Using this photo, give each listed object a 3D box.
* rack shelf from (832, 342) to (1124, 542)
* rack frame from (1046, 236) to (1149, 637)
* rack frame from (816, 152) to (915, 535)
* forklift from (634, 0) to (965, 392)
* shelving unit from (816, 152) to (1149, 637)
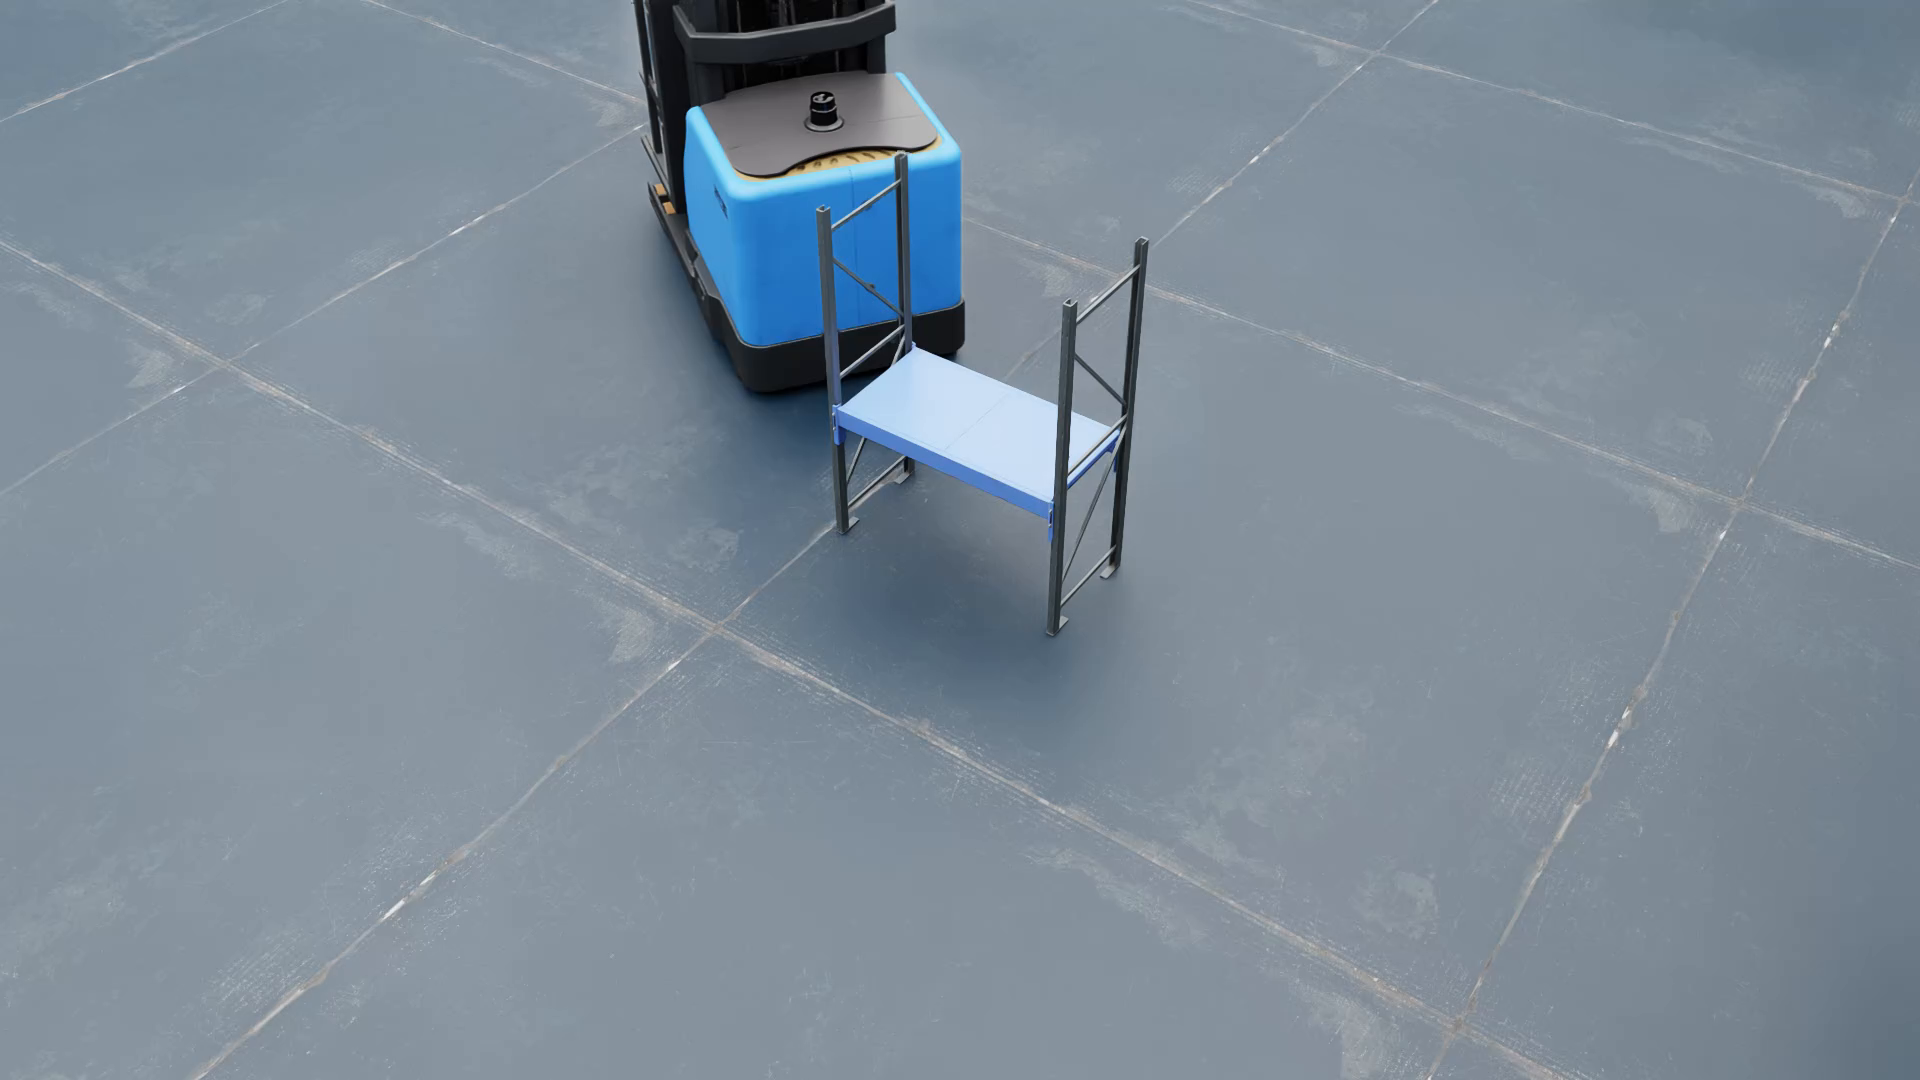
[{"bbox_3d":[0.070,-0.392,6.333,1.000,0.185,0.538,25,48,25],"label":"rack shelf"},{"bbox_3d":[0.486,-0.332,5.996,0.032,1.500,0.500,25,48,25],"label":"rack frame"},{"bbox_3d":[-0.346,-0.721,6.431,0.032,1.500,0.500,25,48,25],"label":"rack frame"},{"bbox_3d":[-0.969,-2.741,7.615,1.130,2.935,3.031,-14,44,-15],"label":"forklift"},{"bbox_3d":[0.070,-0.526,6.213,1.048,1.500,0.538,25,48,25],"label":"shelving unit"}]
